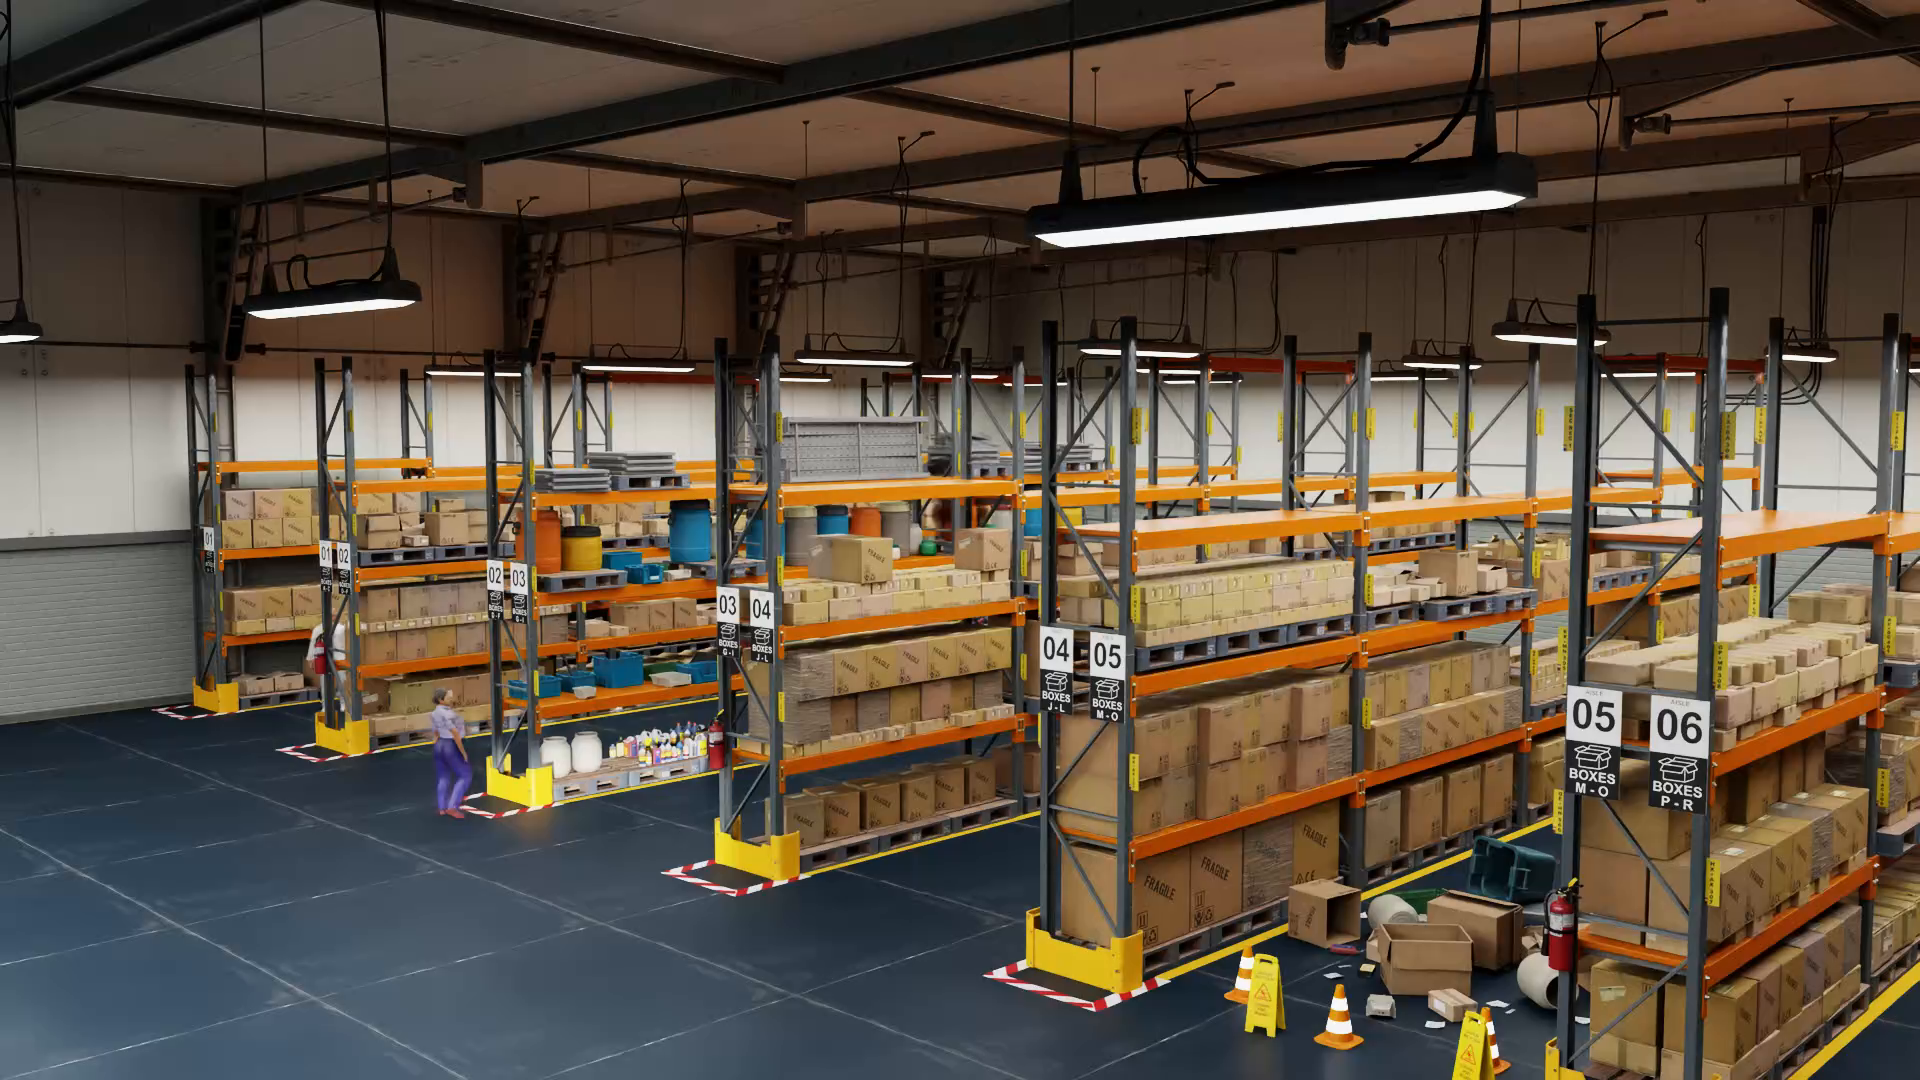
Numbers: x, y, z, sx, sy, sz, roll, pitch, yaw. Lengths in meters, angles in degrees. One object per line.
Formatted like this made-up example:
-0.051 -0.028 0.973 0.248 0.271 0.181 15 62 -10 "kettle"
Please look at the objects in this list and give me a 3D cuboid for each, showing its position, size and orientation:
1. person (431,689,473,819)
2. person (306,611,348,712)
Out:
-6.522 2.731 21.219 0.607 1.648 0.376 3 5 34 "person"
-10.908 2.090 28.692 0.703 1.781 0.437 -2 5 -25 "person"
